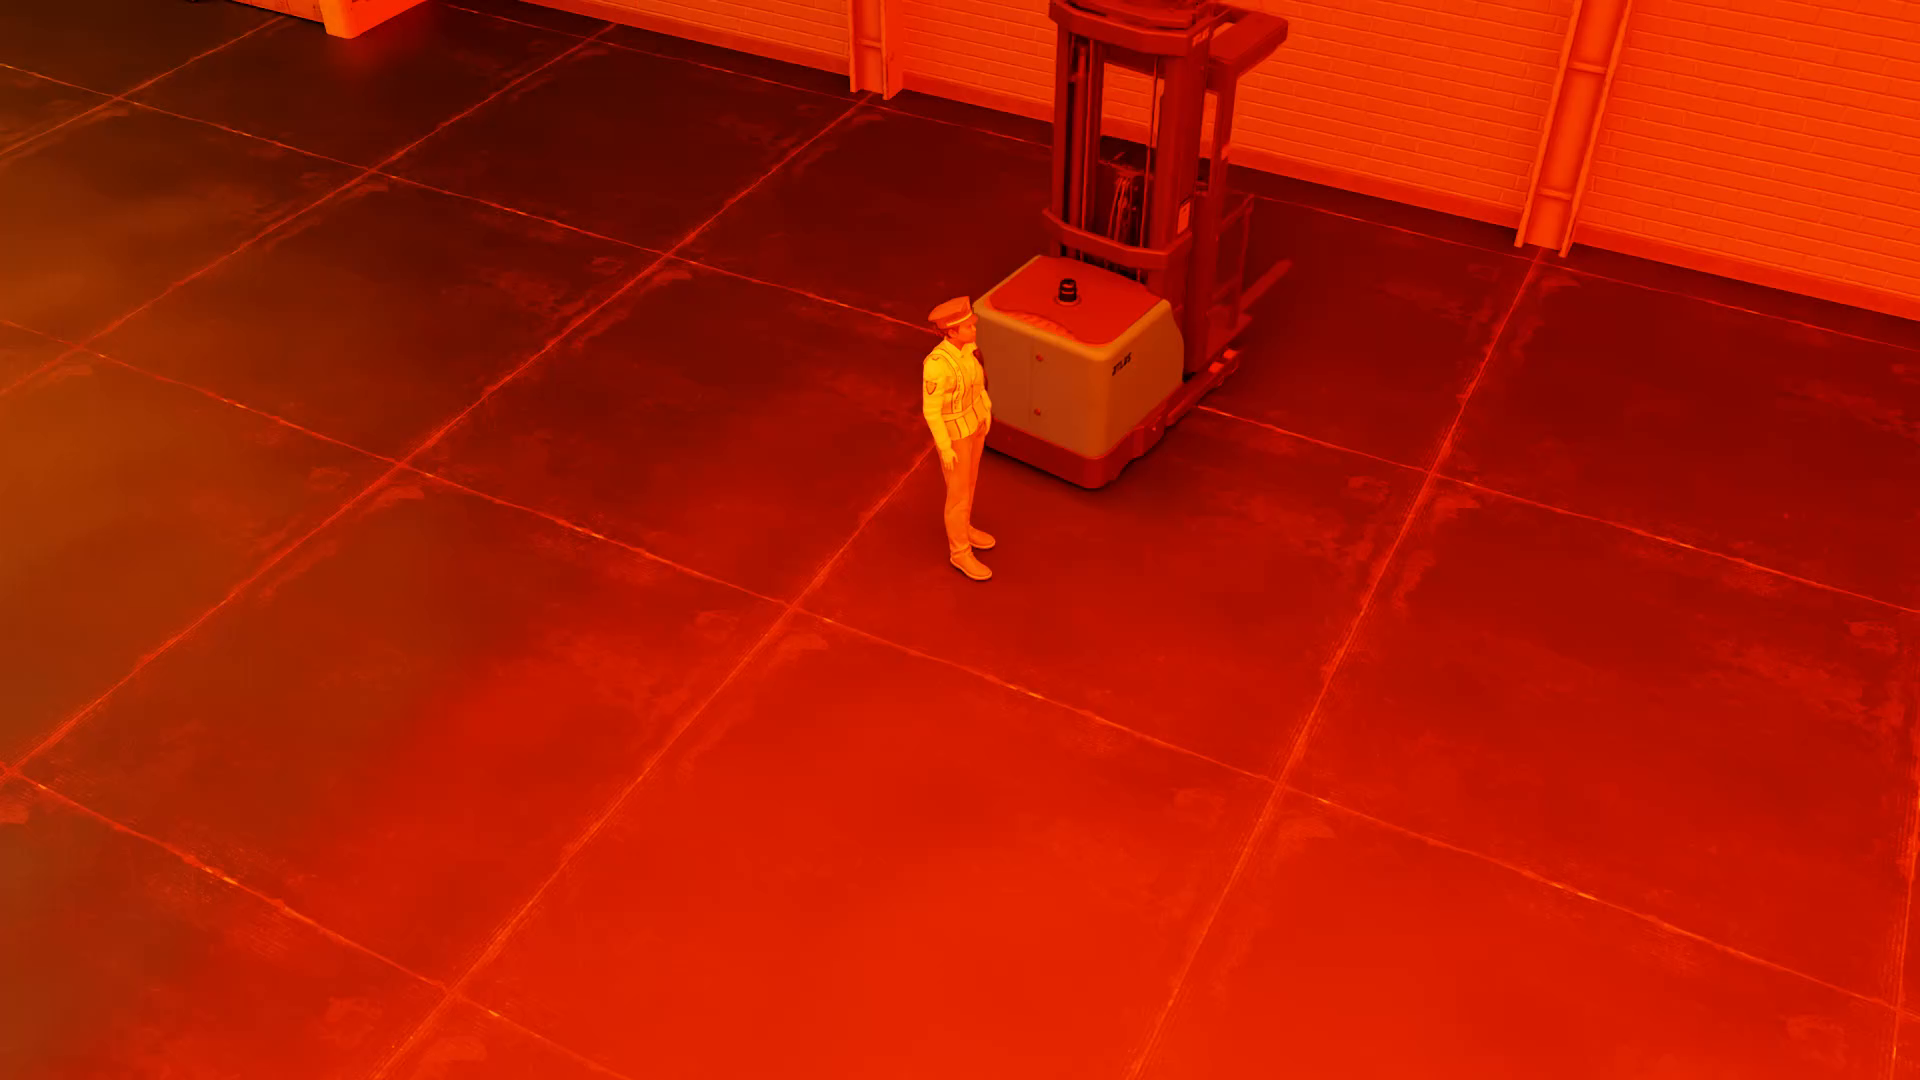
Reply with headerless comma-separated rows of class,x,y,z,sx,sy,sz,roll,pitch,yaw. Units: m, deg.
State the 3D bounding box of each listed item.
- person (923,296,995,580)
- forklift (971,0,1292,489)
person,0.058,-0.629,9.682,0.529,1.694,0.587,18,43,21
forklift,1.319,-2.353,10.780,1.130,2.935,3.031,25,46,27
